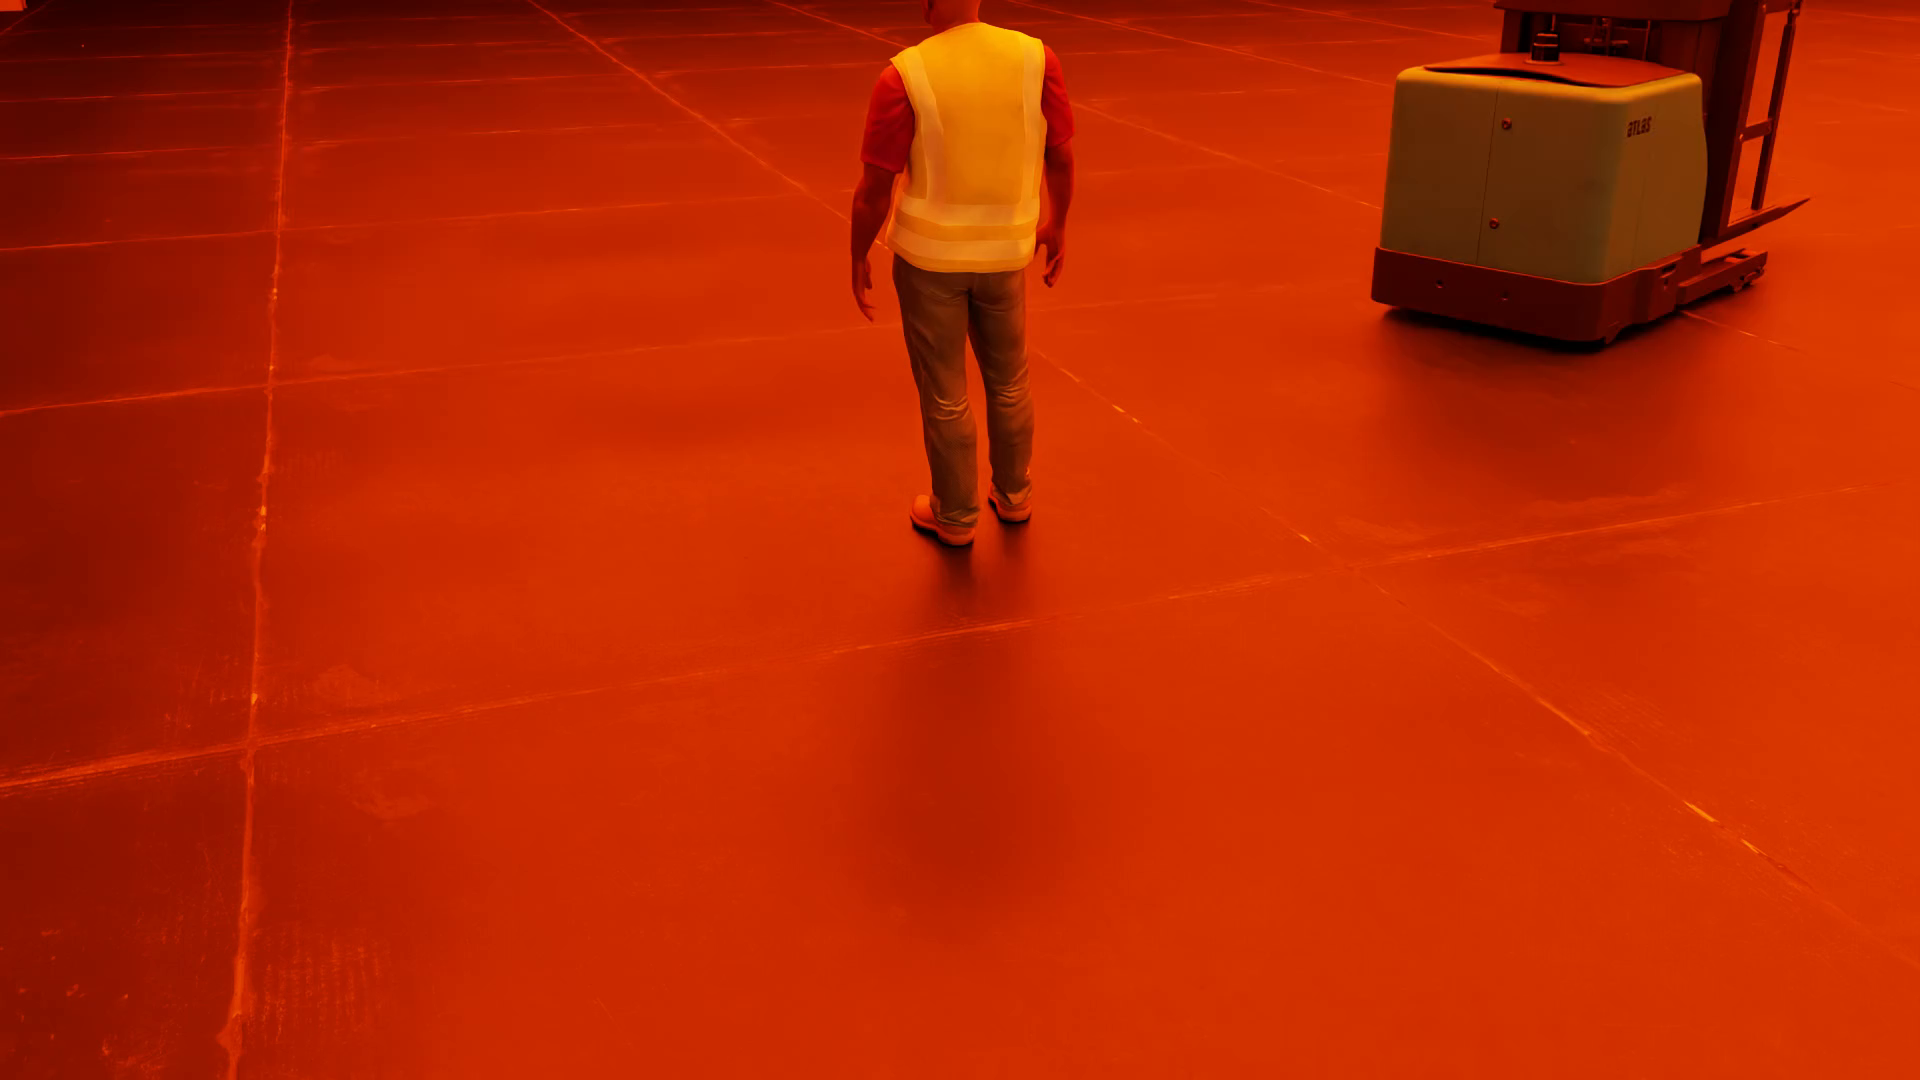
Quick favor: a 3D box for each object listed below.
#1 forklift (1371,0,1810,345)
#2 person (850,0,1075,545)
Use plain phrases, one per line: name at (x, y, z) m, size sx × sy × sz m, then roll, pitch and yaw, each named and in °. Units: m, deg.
forklift at (3.231, -2.644, 7.585) m, size 1.130 × 2.935 × 3.031 m, roll 21°, pitch 30°, yaw 40°
person at (-0.018, -0.847, 4.796) m, size 0.665 × 1.765 × 0.577 m, roll -8°, pitch 24°, yaw -18°
